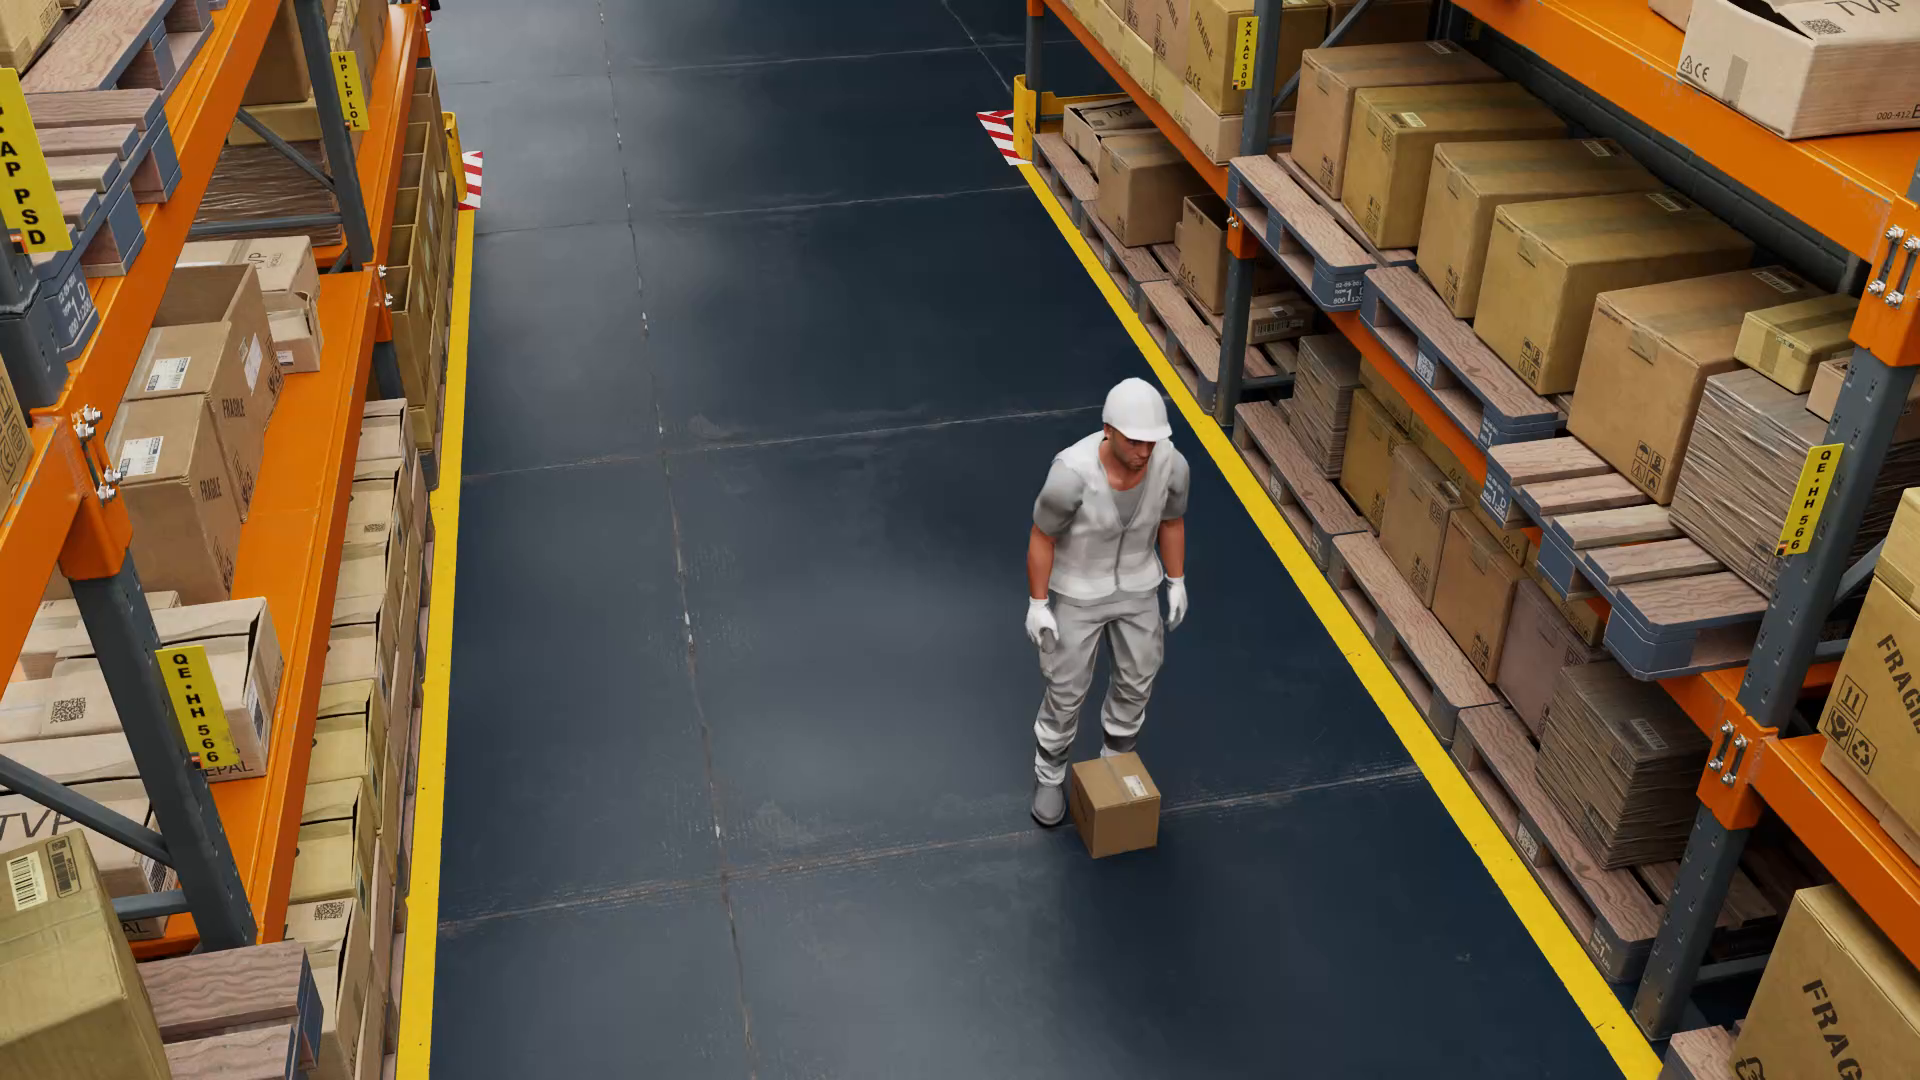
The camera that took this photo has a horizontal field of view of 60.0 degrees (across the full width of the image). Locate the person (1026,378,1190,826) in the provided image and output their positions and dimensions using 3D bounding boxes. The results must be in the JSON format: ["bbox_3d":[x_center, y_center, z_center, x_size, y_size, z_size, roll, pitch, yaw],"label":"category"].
[{"bbox_3d":[0.520,0.210,5.820,0.610,1.777,0.452,-9,35,-13],"label":"person"}]
